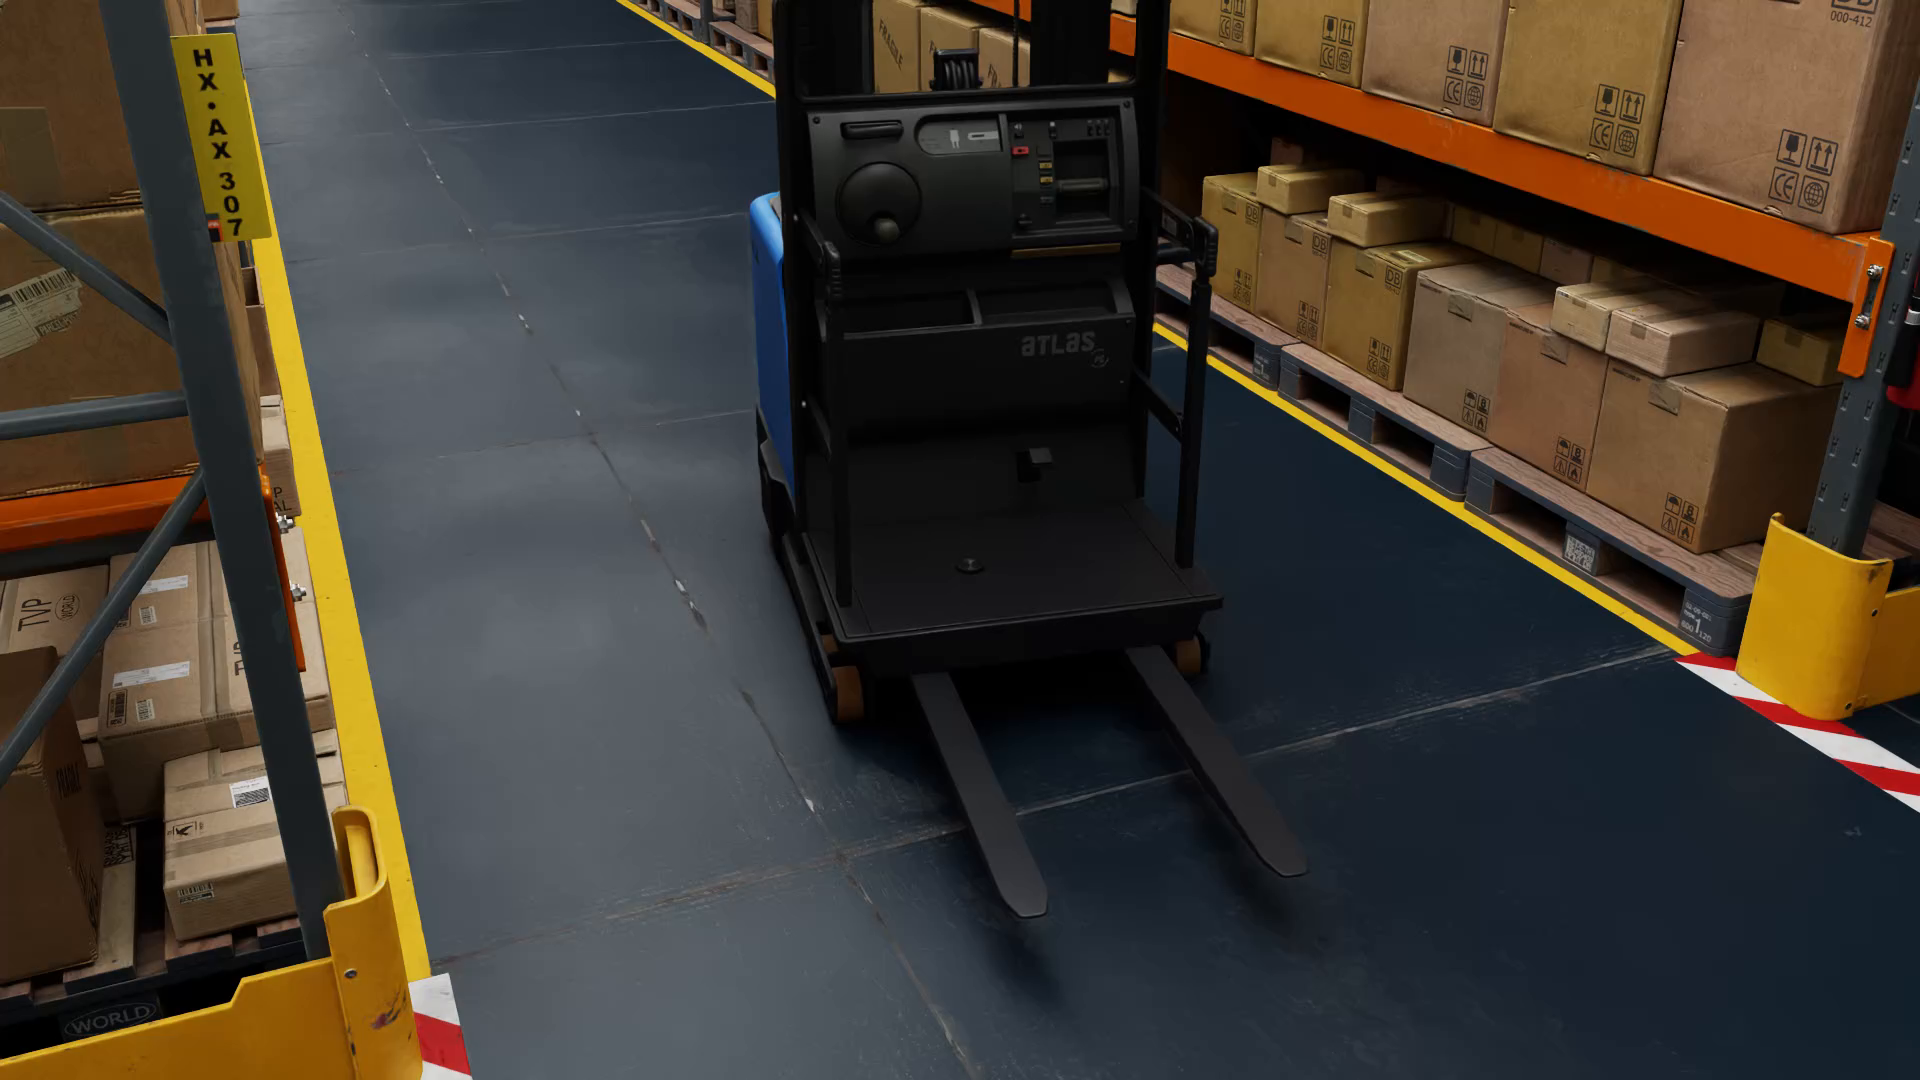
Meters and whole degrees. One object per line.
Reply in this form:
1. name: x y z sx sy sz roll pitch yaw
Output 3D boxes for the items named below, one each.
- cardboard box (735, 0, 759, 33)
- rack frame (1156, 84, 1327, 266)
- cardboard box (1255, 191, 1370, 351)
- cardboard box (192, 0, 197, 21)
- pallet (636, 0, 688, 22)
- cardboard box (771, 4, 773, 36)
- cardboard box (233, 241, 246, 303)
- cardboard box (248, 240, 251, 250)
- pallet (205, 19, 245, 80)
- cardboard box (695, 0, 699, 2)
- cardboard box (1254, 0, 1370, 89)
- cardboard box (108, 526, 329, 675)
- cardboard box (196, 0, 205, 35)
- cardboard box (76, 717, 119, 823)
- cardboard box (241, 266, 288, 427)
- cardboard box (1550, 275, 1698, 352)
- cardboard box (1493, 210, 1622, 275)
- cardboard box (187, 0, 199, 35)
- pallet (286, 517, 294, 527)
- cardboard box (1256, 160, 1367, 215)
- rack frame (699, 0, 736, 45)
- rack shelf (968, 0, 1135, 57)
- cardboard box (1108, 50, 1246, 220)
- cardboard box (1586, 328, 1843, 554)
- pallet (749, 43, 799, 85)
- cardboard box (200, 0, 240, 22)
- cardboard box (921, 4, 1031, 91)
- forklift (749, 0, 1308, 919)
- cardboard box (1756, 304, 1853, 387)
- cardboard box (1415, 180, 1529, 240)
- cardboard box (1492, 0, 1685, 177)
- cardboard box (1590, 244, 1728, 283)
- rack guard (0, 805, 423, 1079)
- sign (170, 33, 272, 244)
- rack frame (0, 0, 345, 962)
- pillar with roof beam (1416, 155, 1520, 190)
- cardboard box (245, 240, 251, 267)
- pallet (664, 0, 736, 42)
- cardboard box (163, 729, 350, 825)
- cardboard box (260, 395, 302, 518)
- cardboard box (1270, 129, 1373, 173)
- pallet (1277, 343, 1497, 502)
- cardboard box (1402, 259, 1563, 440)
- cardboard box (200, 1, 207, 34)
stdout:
1. cardboard box: -1.515 -4.631 14.163 0.700 0.500 0.500 -10 28 -19
2. rack frame: 1.314 -2.621 7.699 1.000 3.000 0.127 -11 28 -21
3. cardboard box: 1.706 -1.163 7.084 0.700 0.500 0.500 -11 28 -21
4. cardboard box: -2.406 -1.693 4.545 0.500 0.500 0.500 -10 28 -20
5. pallet: -2.596 -5.356 16.479 1.003 0.211 1.213 -11 28 -21
6. cardboard box: -1.104 -4.218 13.317 0.700 0.500 0.500 -10 28 -20
7. cardboard box: -2.008 -0.833 3.924 0.500 0.500 0.500 -11 28 -21
8. cardboard box: -3.813 -1.700 8.161 0.500 0.500 0.500 -12 28 -23
9. pallet: -3.455 -2.023 6.694 1.003 0.211 1.213 -11 28 -21
10. cardboard box: -2.262 -5.337 15.610 0.500 0.500 0.500 -13 29 -24
11. cardboard box: 1.792 -2.238 6.573 0.980 0.700 0.700 -11 28 -22
12. cardboard box: -2.020 0.213 4.528 0.500 0.250 0.500 -11 28 -21
13. cardboard box: -2.404 -1.241 4.758 0.500 0.500 0.500 -10 28 -19
14. cardboard box: -2.191 0.566 3.900 0.380 0.166 0.250 -11 28 -21
15. cardboard box: -2.758 -0.661 6.033 0.500 0.500 0.500 -11 28 -21
16. cardboard box: 2.196 -0.752 5.502 0.380 0.149 0.250 -10 28 -19
17. cardboard box: 2.249 -1.124 6.264 0.380 0.149 0.250 -10 28 -20
18. cardboard box: -2.010 -1.285 3.709 0.500 0.500 0.500 -10 28 -20
19. pallet: -2.493 0.256 4.986 1.003 0.211 1.213 -11 28 -21
20. cardboard box: 1.479 -1.489 7.011 0.380 0.149 0.250 -10 28 -19
21. rack frame: -1.819 -5.850 14.314 1.000 3.000 0.127 -11 28 -21
22. rack shelf: 0.531 -3.105 9.511 1.077 0.370 4.000 -11 28 -21
23. cardboard box: 0.940 -2.084 8.570 0.750 0.750 0.750 -10 28 -20
24. cardboard box: 2.514 -0.337 5.392 0.700 0.500 0.500 -11 28 -21
25. pallet: -1.031 -3.790 13.272 1.003 0.211 1.213 -11 28 -21
26. cardboard box: -3.222 -2.232 6.309 0.700 0.500 0.500 -22 34 -37
27. cardboard box: 0.252 -2.784 10.005 0.750 0.750 0.750 -11 28 -21
28. forklift: 0.099 -0.984 4.425 1.130 2.935 3.031 -6 27 -12
29. cardboard box: 2.747 -0.612 5.216 0.380 0.149 0.250 -10 28 -20
30. cardboard box: 2.049 -1.330 6.686 0.380 0.149 0.250 -10 28 -20
31. cardboard box: 2.376 -1.637 5.342 0.980 0.700 0.700 -11 28 -21
32. cardboard box: 2.451 -0.918 5.842 0.380 0.149 0.250 -10 28 -20
33. rack guard: -1.706 0.939 3.257 1.175 0.500 0.348 -11 28 -21
34. sign: -1.177 -0.636 2.646 0.100 0.325 0.005 -11 28 -21
35. rack frame: -1.676 -0.153 2.645 1.000 3.000 0.127 -11 28 -21
36. pillar with roof beam: -1.577 -4.443 4.593 9.100 9.000 0.400 -11 28 -21
37. cardboard box: -3.208 -1.080 6.890 0.500 0.500 0.500 -12 28 -23
38. pallet: -2.114 -4.862 15.468 1.003 0.211 1.213 -11 28 -21
39. cardboard box: -1.622 0.593 3.844 0.380 0.166 0.250 -11 28 -21
40. cardboard box: -2.465 -0.274 5.455 0.500 0.311 0.500 -11 28 -21
41. cardboard box: 1.639 -1.751 7.548 0.380 0.149 0.250 -11 28 -21
42. pallet: 2.021 -0.554 6.644 1.003 0.211 1.213 -11 28 -21
43. cardboard box: 2.121 -0.742 6.221 0.700 0.500 0.500 -12 28 -22
44. cardboard box: -2.811 -1.655 5.608 0.500 0.500 0.500 -10 28 -20
